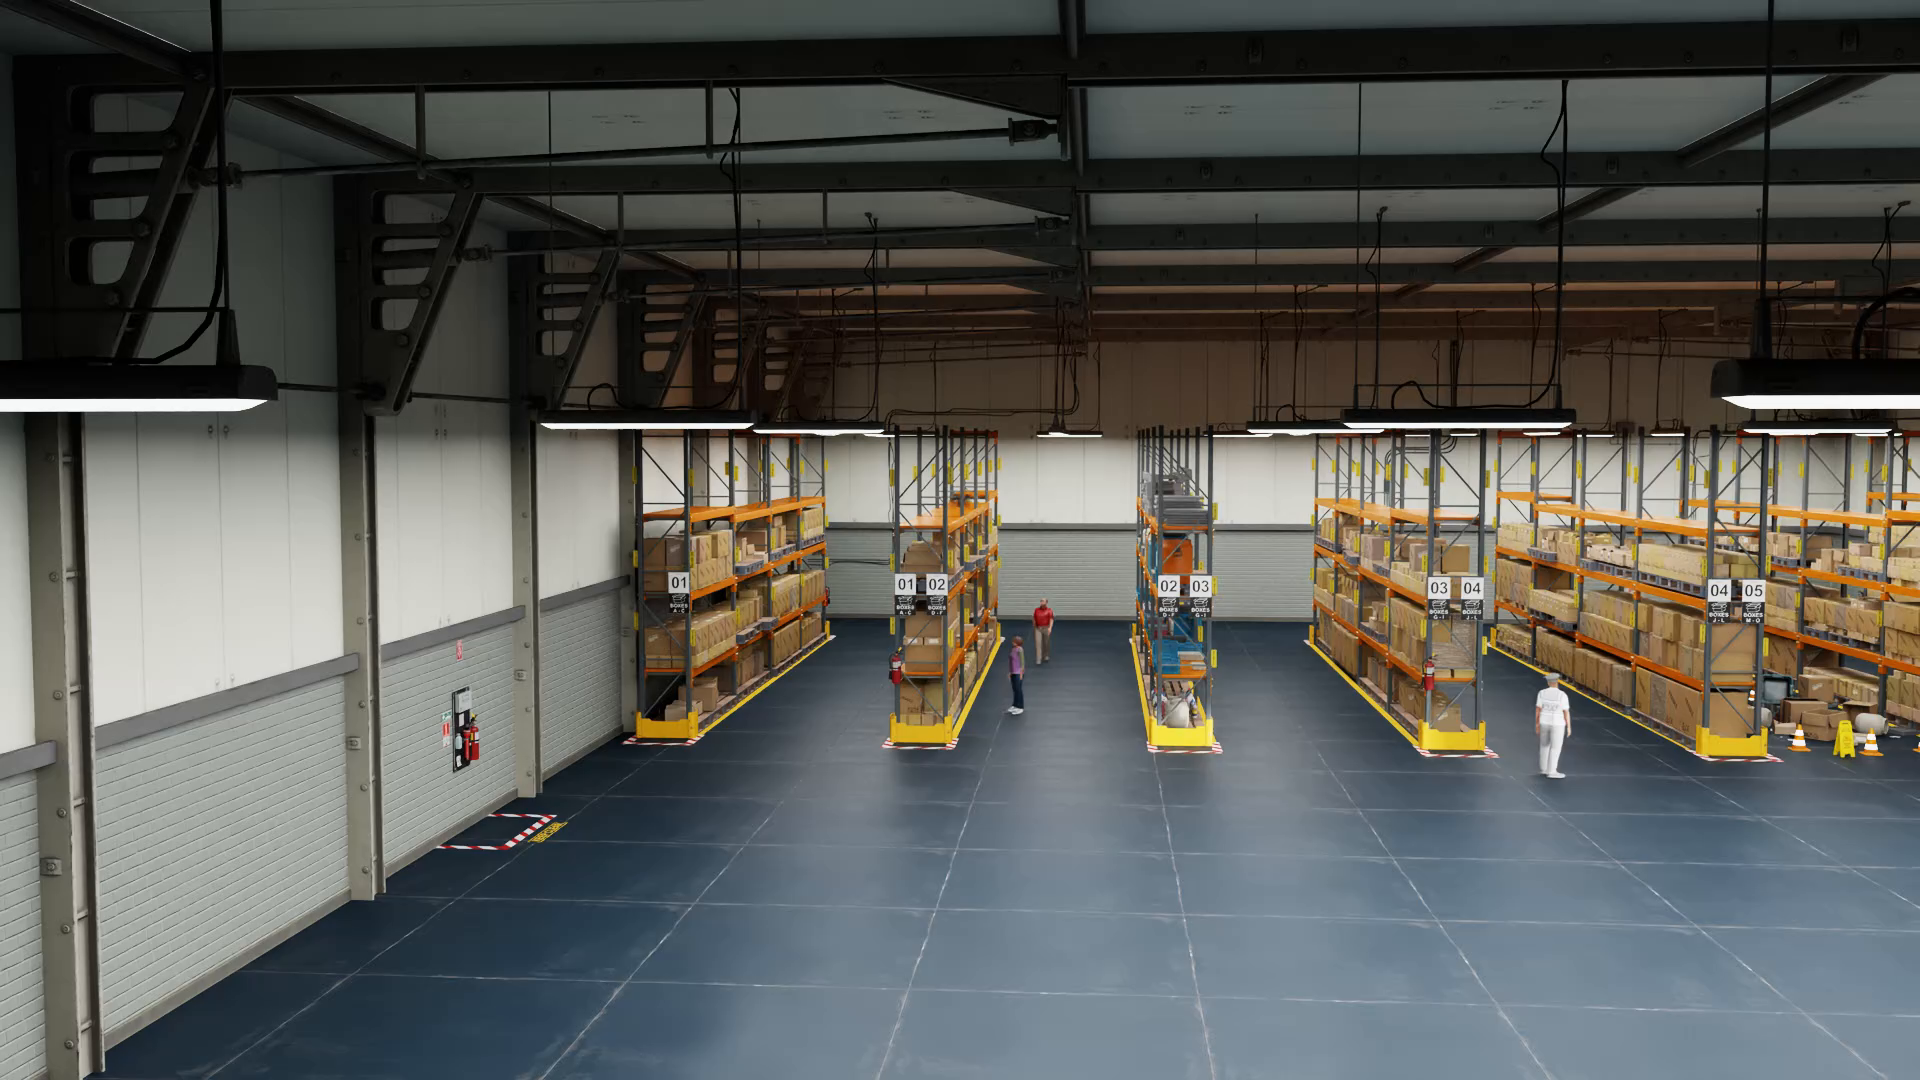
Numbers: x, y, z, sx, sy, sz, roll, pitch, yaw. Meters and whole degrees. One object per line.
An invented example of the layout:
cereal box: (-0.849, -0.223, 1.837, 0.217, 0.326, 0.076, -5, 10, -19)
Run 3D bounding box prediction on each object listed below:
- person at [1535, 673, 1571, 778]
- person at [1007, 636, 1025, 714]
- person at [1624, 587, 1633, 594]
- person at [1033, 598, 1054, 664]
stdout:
person: (10.116, 3.149, 28.270, 0.543, 1.777, 0.600, -3, 5, -42)
person: (1.170, 2.822, 34.968, 0.351, 1.615, 0.445, -1, 4, -23)
person: (19.961, 1.868, 49.646, 0.988, 1.744, 0.613, -2, 4, -24)
person: (2.131, 2.326, 42.589, 0.530, 1.664, 1.011, 0, 3, 3)
